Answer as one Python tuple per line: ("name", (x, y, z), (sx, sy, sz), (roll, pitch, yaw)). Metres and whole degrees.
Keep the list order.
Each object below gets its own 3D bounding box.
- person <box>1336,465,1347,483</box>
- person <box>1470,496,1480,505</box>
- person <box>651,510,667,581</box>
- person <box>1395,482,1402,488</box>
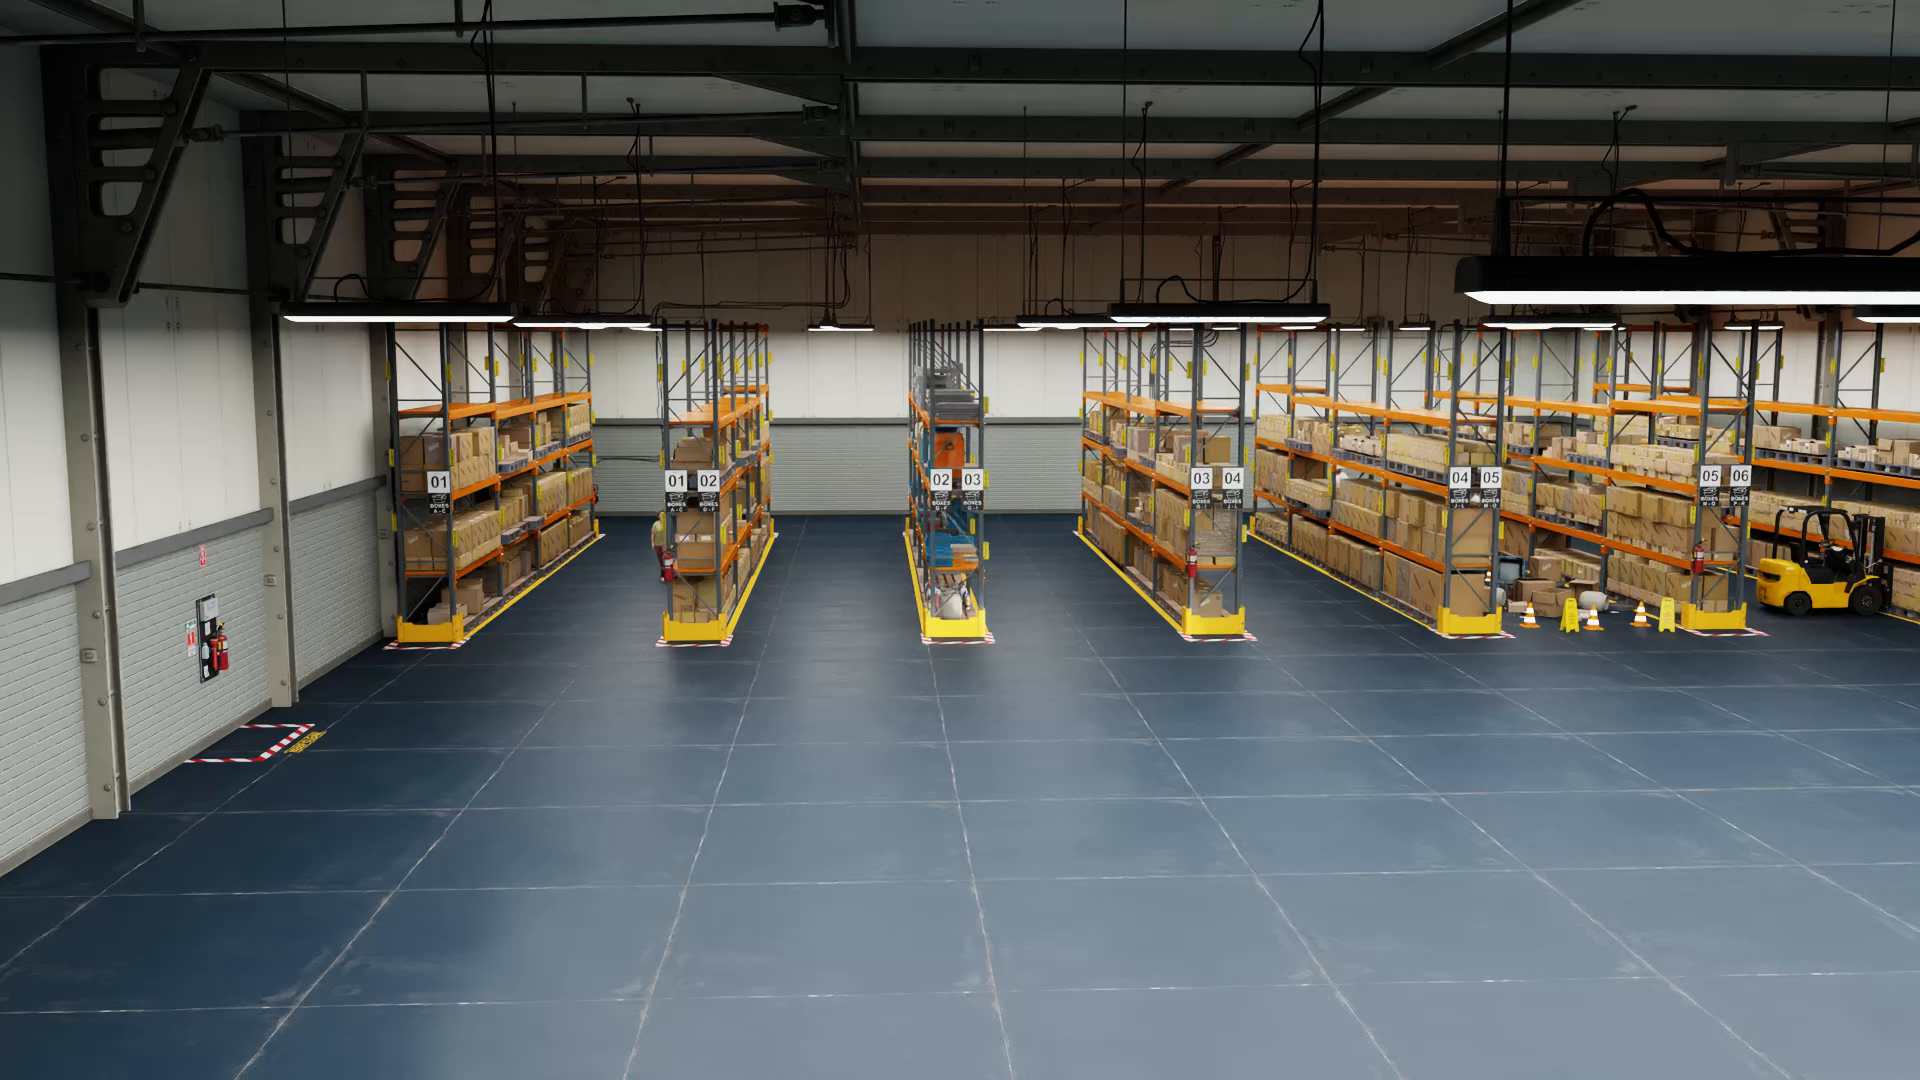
("person", (11.794, -1.510, 51.531), (0.831, 1.744, 0.569), (-3, 8, -23))
("person", (12.662, -0.205, 40.758), (0.572, 1.763, 0.477), (-4, 8, -28))
("person", (-6.997, 0.104, 38.873), (0.434, 1.605, 1.054), (0, 7, 1))
("person", (12.201, -0.801, 46.187), (0.495, 1.669, 0.515), (0, 7, 1))
